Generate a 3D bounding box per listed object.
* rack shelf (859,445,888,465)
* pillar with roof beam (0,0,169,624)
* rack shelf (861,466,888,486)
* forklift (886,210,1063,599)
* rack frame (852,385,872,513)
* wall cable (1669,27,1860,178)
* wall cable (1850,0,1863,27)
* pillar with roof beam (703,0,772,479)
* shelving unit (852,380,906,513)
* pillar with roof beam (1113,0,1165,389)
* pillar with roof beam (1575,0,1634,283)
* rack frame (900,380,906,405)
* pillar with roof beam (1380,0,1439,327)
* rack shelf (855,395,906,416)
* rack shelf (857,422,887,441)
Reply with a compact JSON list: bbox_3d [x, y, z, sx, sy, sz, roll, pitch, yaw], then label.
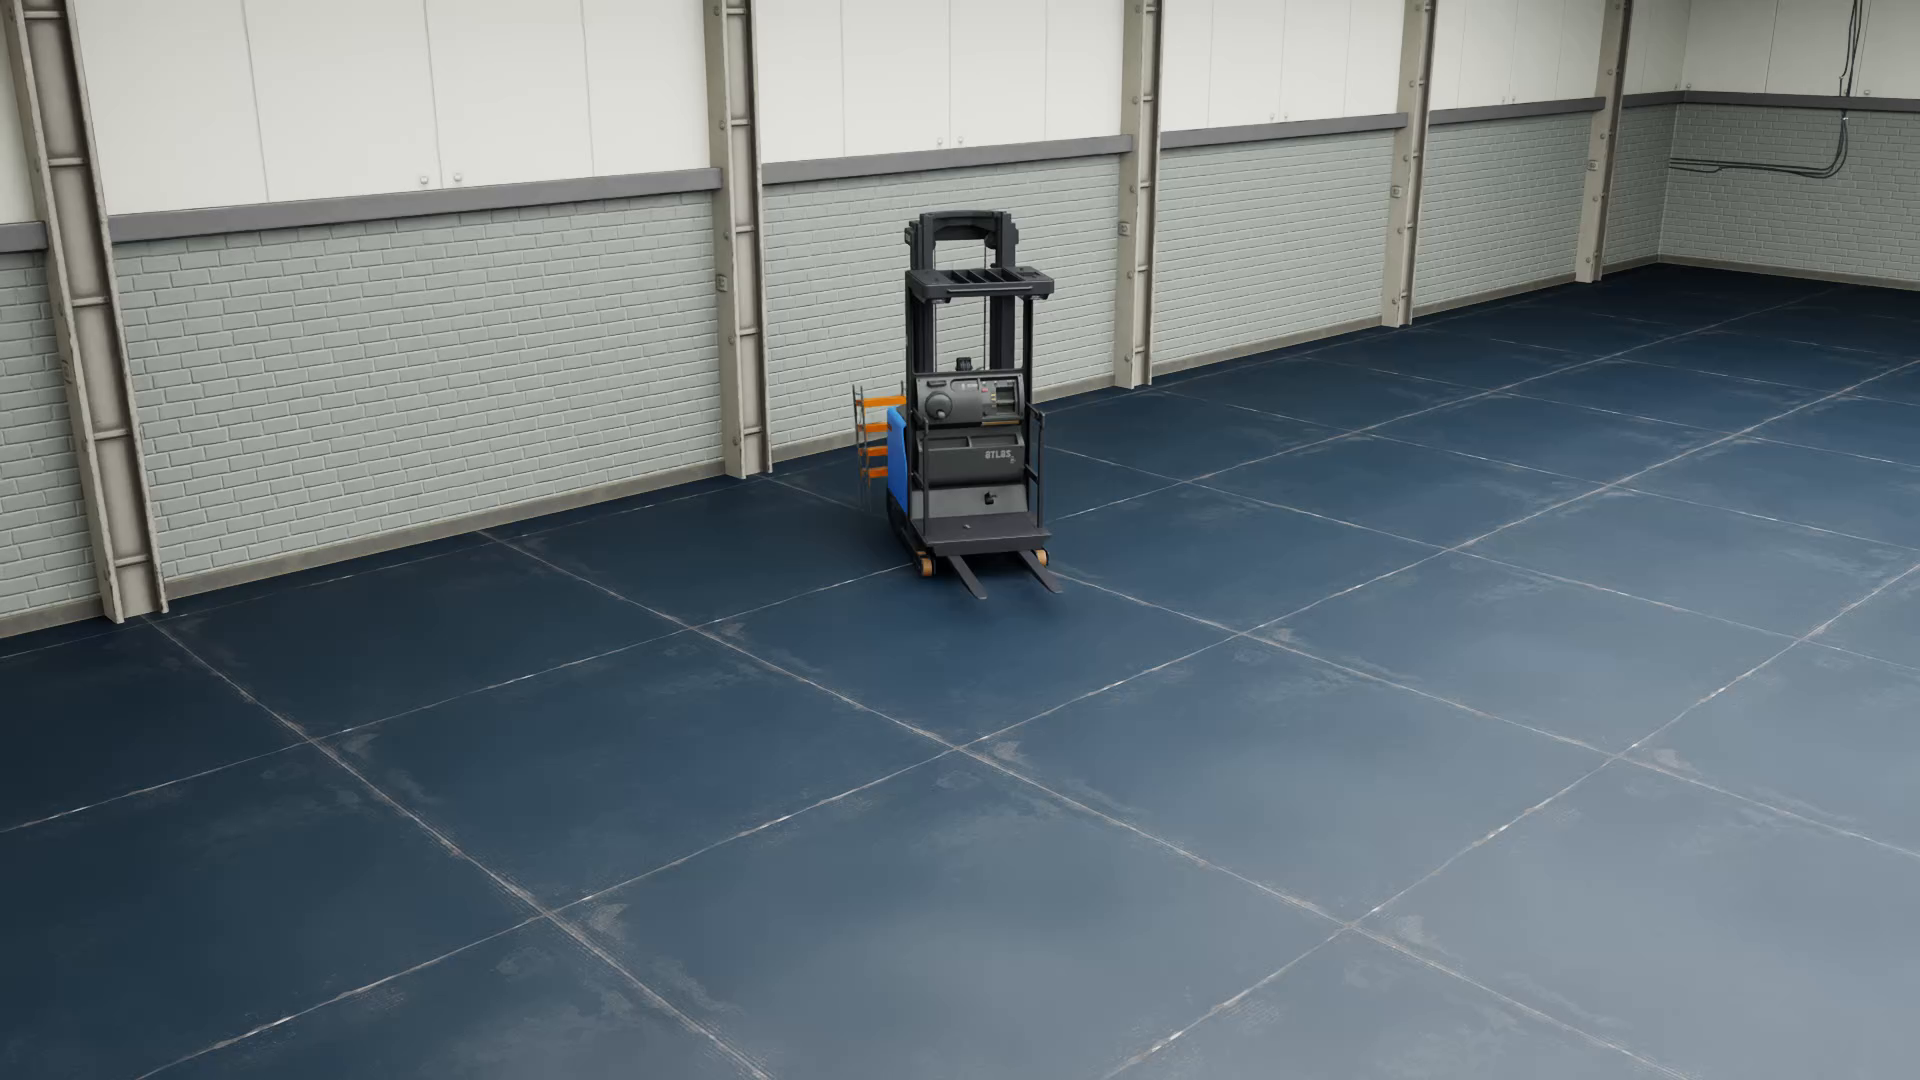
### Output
[{"bbox_3d":[-0.693,-0.820,15.733,0.480,0.148,0.258,-8,10,-22],"label":"rack shelf"},{"bbox_3d":[-3.582,-2.739,8.842,0.400,9.000,9.100,-16,24,-41],"label":"pillar with roof beam"},{"bbox_3d":[-0.680,-0.624,15.764,0.480,0.148,0.258,-8,10,-22],"label":"rack shelf"},{"bbox_3d":[0.138,-1.207,13.955,1.130,2.935,3.031,-4,18,-12],"label":"forklift"},{"bbox_3d":[-0.922,-0.857,15.630,0.015,1.200,0.240,-8,10,-22],"label":"rack frame"},{"bbox_3d":[13.948,-7.640,28.993,0.112,2.526,3.097,-16,24,-41],"label":"wall cable"},{"bbox_3d":[15.807,-9.436,26.344,0.112,2.526,3.097,-16,24,-41],"label":"wall cable"},{"bbox_3d":[0.778,-4.010,12.763,0.400,9.000,9.100,-16,24,-41],"label":"pillar with roof beam"},{"bbox_3d":[-0.698,-0.886,15.723,0.503,1.200,0.258,-8,10,-22],"label":"shelving unit"},{"bbox_3d":[5.137,-5.282,16.684,0.400,9.000,9.100,-16,24,-41],"label":"pillar with roof beam"},{"bbox_3d":[13.857,-7.824,24.527,0.400,9.000,9.100,-16,24,-41],"label":"pillar with roof beam"},{"bbox_3d":[-0.474,-0.916,15.815,0.015,1.200,0.240,-8,10,-22],"label":"rack frame"},{"bbox_3d":[9.497,-6.553,20.606,0.400,9.000,9.100,-16,24,-41],"label":"pillar with roof beam"},{"bbox_3d":[-0.724,-1.274,15.662,0.480,0.148,0.258,-8,10,-22],"label":"rack shelf"},{"bbox_3d":[-0.708,-1.041,15.698,0.480,0.148,0.258,-8,10,-22],"label":"rack shelf"}]
